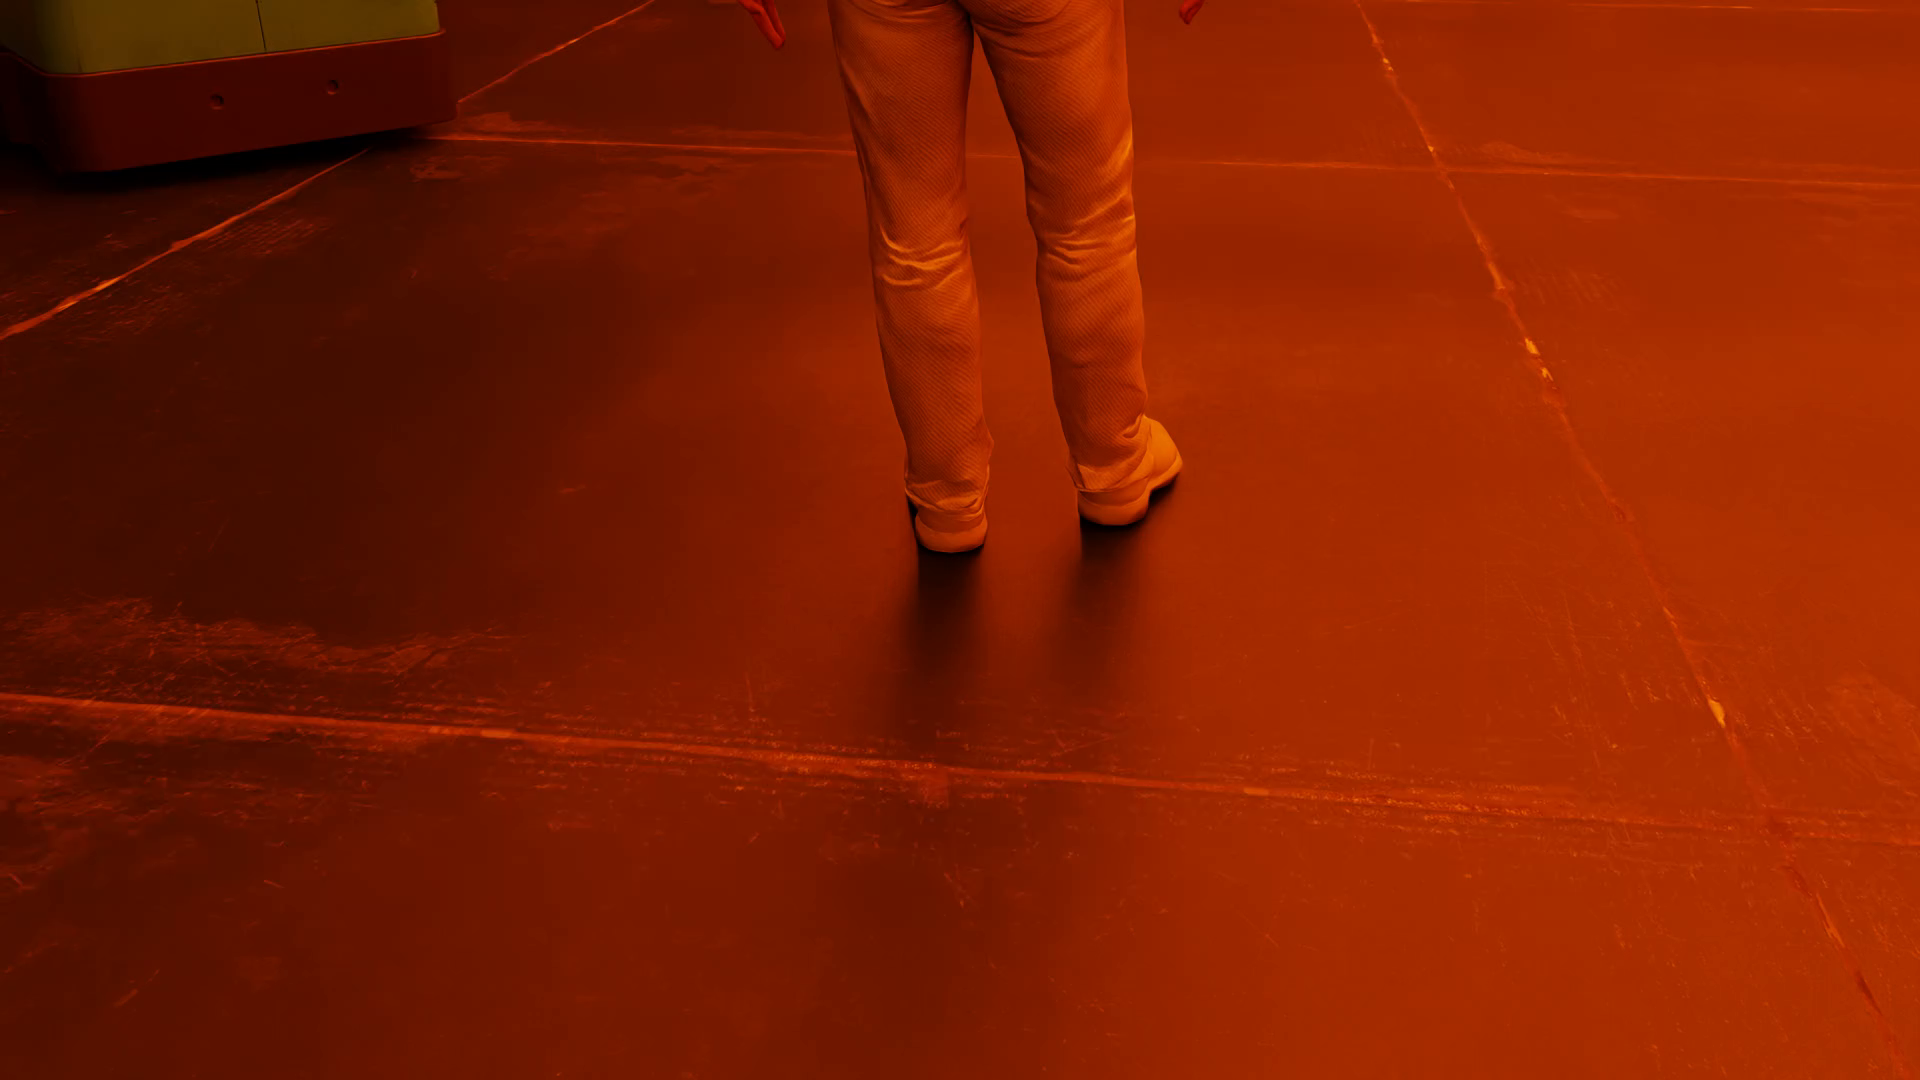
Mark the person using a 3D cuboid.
[{"bbox_3d":[0.015,-0.827,2.164,0.665,1.768,0.575,3,27,7],"label":"person"}]

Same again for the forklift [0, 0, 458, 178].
[{"bbox_3d":[-2.757,-2.830,4.889,1.130,2.935,3.031,-20,33,-34],"label":"forklift"}]
